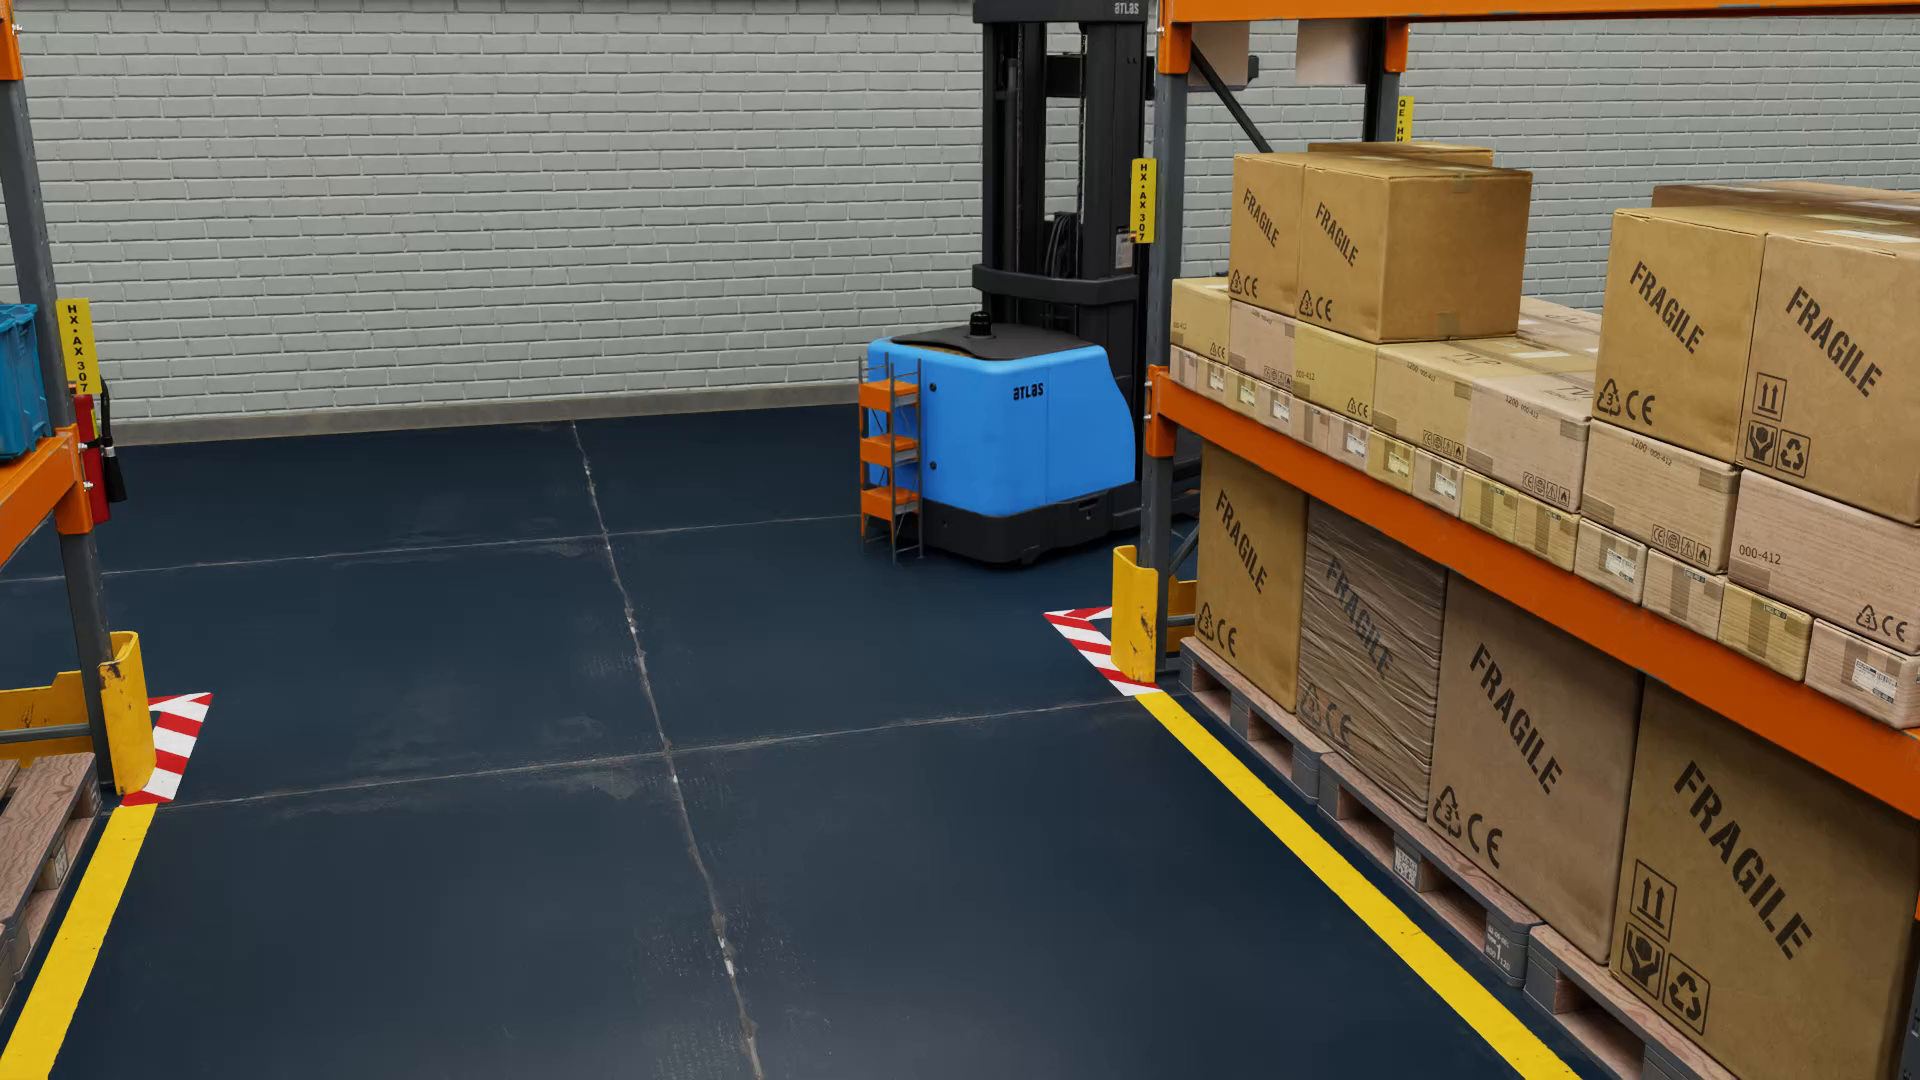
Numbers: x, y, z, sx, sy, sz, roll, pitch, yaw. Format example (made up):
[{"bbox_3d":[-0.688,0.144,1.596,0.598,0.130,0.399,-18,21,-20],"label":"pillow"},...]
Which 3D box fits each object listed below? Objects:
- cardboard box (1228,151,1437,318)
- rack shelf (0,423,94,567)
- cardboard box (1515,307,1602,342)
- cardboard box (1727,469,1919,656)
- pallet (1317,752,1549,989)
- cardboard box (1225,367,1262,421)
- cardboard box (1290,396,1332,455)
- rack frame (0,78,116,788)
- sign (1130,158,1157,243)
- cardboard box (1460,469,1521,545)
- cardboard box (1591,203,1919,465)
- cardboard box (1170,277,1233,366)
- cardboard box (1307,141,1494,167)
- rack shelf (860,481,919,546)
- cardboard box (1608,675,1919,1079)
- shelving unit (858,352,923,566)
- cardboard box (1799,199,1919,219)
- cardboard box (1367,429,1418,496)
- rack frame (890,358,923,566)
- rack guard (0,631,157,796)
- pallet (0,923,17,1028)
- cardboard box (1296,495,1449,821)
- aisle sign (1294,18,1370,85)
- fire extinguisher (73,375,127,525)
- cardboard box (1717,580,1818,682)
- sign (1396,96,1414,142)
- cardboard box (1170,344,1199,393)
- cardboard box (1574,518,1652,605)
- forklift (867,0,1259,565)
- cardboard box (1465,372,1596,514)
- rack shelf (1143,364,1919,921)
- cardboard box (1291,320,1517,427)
[{"bbox_3d":[1.263,-1.057,5.696,0.500,0.500,0.500,-5,17,-17],"label":"cardboard box"},{"bbox_3d":[-2.959,0.370,3.757,1.077,0.370,4.000,-5,17,-15],"label":"rack shelf"},{"bbox_3d":[1.921,-0.596,5.465,0.500,0.250,0.500,-5,18,-17],"label":"cardboard box"},{"bbox_3d":[1.979,0.015,3.432,0.500,0.250,0.500,-5,17,-16],"label":"cardboard box"},{"bbox_3d":[1.880,0.968,5.363,1.003,0.211,1.213,-5,17,-15],"label":"pallet"},{"bbox_3d":[1.177,-0.533,5.950,0.380,0.149,0.250,-5,17,-17],"label":"cardboard box"},{"bbox_3d":[1.318,-0.391,5.476,0.380,0.149,0.250,-5,17,-16],"label":"cardboard box"},{"bbox_3d":[-3.509,-0.528,5.495,1.000,3.000,0.127,-5,17,-15],"label":"rack frame"},{"bbox_3d":[0.718,-1.330,6.522,0.100,0.325,0.005,-5,17,-15],"label":"sign"},{"bbox_3d":[1.601,-0.107,4.529,0.380,0.149,0.250,-5,17,-16],"label":"cardboard box"},{"bbox_3d":[1.836,-0.488,3.802,0.500,0.500,0.500,-5,17,-15],"label":"cardboard box"},{"bbox_3d":[1.126,-0.836,6.265,0.500,0.250,0.500,-5,17,-17],"label":"cardboard box"},{"bbox_3d":[1.640,-1.235,6.290,0.500,0.500,0.500,-4,17,-15],"label":"cardboard box"},{"bbox_3d":[-0.354,-0.138,8.590,0.215,0.259,0.240,-16,23,-41],"label":"rack shelf"},{"bbox_3d":[2.248,0.815,3.990,0.875,0.875,0.875,-5,17,-15],"label":"cardboard box"},{"bbox_3d":[-0.354,-0.415,8.507,0.215,1.050,0.252,-16,23,-41],"label":"shelving unit"},{"bbox_3d":[2.339,-0.532,3.950,0.500,0.500,0.500,-5,17,-15],"label":"cardboard box"},{"bbox_3d":[1.458,-0.249,5.005,0.380,0.149,0.250,-5,17,-17],"label":"cardboard box"},{"bbox_3d":[-0.270,-0.389,8.423,0.200,1.050,0.008,-16,23,-41],"label":"rack frame"},{"bbox_3d":[-3.528,0.664,5.874,1.175,0.500,0.348,-5,17,-15],"label":"rack guard"},{"bbox_3d":[-2.988,1.376,4.005,1.003,0.211,1.213,-5,17,-15],"label":"pallet"},{"bbox_3d":[1.757,0.319,5.638,0.875,0.875,0.875,-5,17,-15],"label":"cardboard box"},{"bbox_3d":[1.522,-2.208,6.570,0.394,0.787,0.004,-5,17,-15],"label":"aisle sign"},{"bbox_3d":[-3.113,-0.390,5.819,0.296,0.674,0.183,-5,17,-15],"label":"fire extinguisher"},{"bbox_3d":[1.883,0.178,3.584,0.380,0.149,0.250,-4,17,-14],"label":"cardboard box"},{"bbox_3d":[1.779,-1.626,6.728,0.100,0.325,0.005,-5,17,-15],"label":"sign"},{"bbox_3d":[1.034,-0.675,6.421,0.380,0.149,0.250,-4,17,-15],"label":"cardboard box"},{"bbox_3d":[1.742,0.036,4.056,0.380,0.149,0.250,-4,17,-14],"label":"cardboard box"},{"bbox_3d":[0.911,-1.617,9.240,3.031,2.935,1.130,-15,23,-42],"label":"forklift"},{"bbox_3d":[1.694,-0.269,4.378,0.500,0.250,0.500,-4,17,-14],"label":"cardboard box"},{"bbox_3d":[1.803,-0.022,5.061,1.077,0.370,4.000,-5,17,-15],"label":"rack shelf"},{"bbox_3d":[1.410,-0.553,5.324,0.500,0.250,0.500,-5,18,-17],"label":"cardboard box"}]
